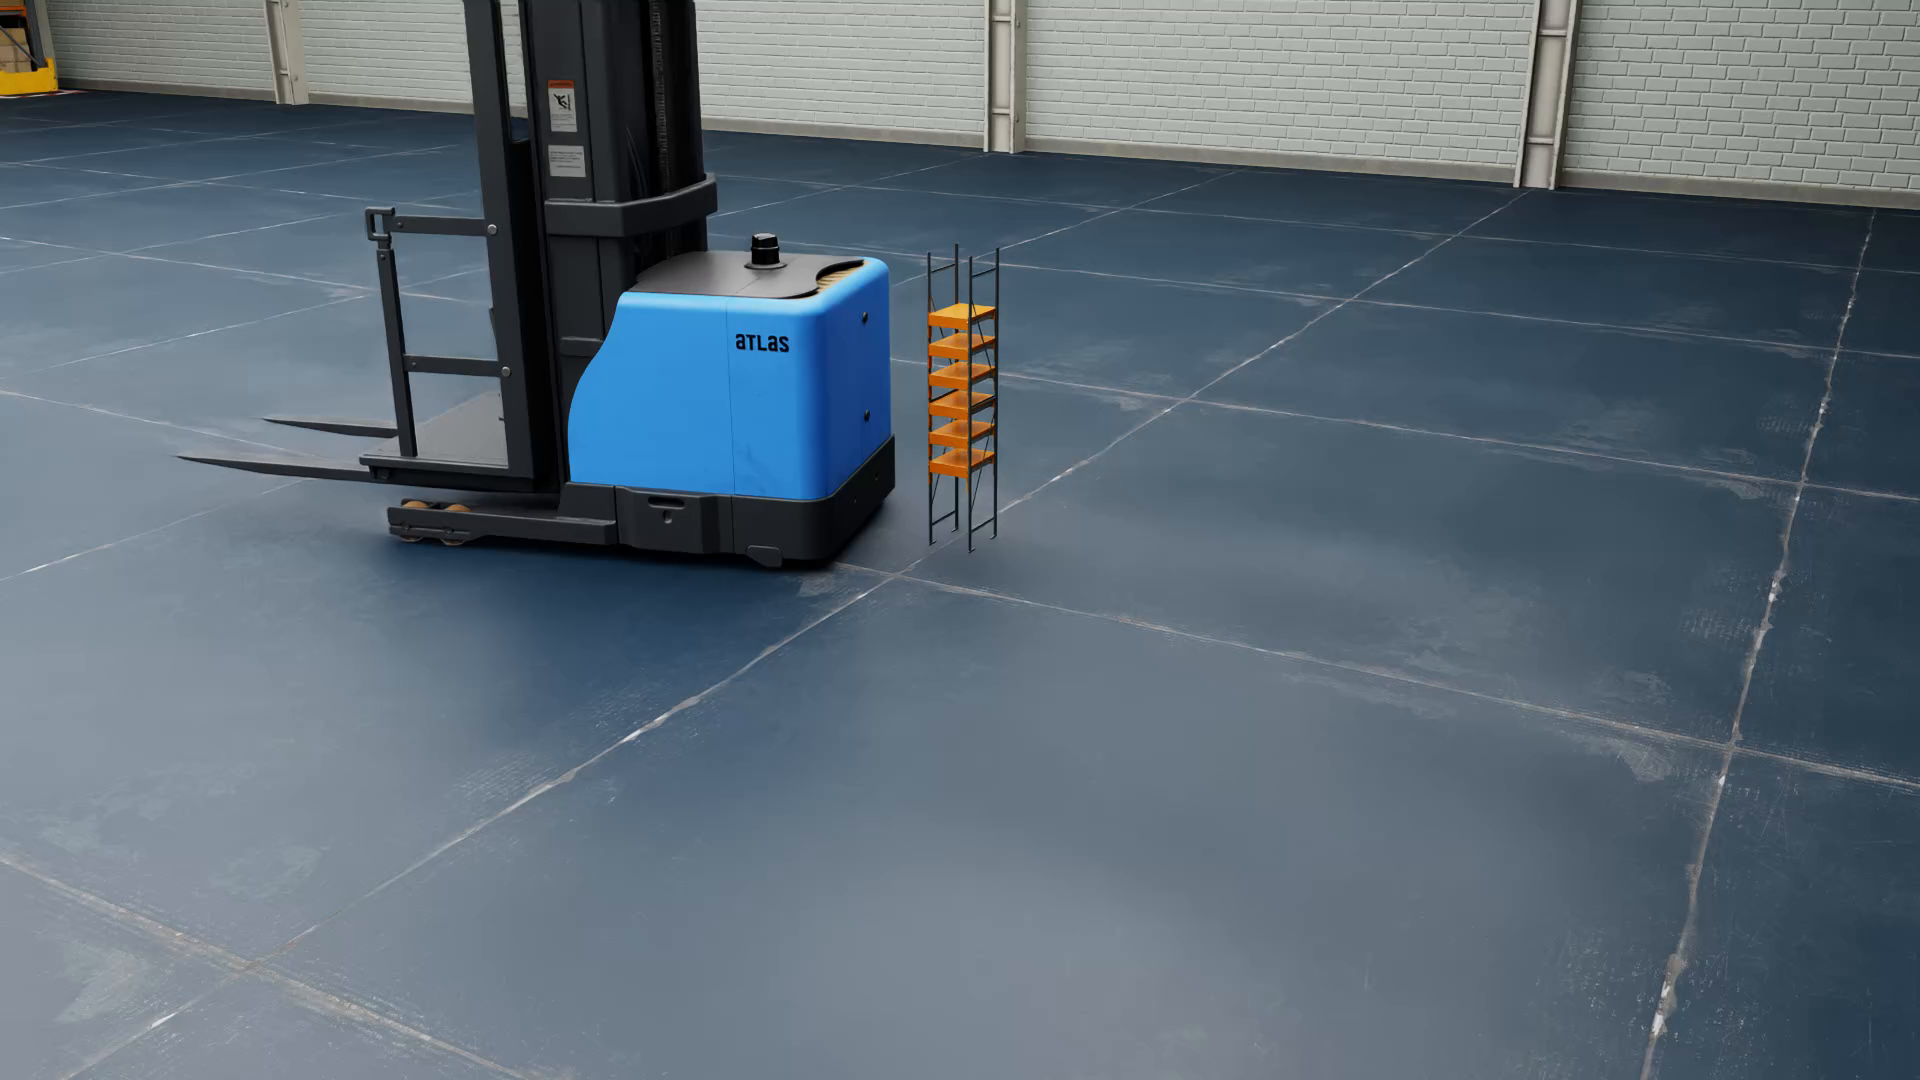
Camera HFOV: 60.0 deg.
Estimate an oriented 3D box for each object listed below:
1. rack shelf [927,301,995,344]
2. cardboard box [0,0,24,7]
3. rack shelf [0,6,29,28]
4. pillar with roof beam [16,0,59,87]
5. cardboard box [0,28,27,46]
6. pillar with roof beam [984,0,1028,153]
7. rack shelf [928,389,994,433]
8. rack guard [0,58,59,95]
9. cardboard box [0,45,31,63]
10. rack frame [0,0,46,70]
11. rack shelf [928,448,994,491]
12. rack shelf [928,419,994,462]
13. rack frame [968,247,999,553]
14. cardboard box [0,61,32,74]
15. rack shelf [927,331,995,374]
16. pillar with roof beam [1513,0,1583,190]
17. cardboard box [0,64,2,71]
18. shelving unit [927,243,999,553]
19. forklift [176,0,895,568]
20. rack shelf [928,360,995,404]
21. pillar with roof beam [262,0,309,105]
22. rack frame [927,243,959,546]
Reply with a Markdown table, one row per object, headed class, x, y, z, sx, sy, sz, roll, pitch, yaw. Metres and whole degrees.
| class | x | y | z | sx | sy | sz | roll | pitch | yaw |
| --- | --- | --- | --- | --- | --- | --- | --- | --- | --- |
| rack shelf | 0.013 | -0.858 | 6.546 | 0.180 | 0.103 | 0.258 | 11 | 23 | 27 |
| cardboard box | -15.324 | -8.759 | 26.467 | 0.500 | 0.500 | 0.500 | 12 | 23 | 29 |
| rack shelf | -16.773 | -8.541 | 27.068 | 4.000 | 0.370 | 1.077 | 11 | 23 | 27 |
| pillar with roof beam | -17.295 | -10.470 | 22.532 | 0.400 | 9.000 | 9.100 | 11 | 23 | 27 |
| cardboard box | -15.354 | -8.058 | 26.631 | 0.500 | 0.250 | 0.500 | 10 | 22 | 26 |
| pillar with roof beam | -1.580 | -7.476 | 14.279 | 0.400 | 9.000 | 9.100 | 11 | 23 | 27 |
| rack shelf | 0.013 | -0.520 | 6.669 | 0.180 | 0.103 | 0.258 | 11 | 23 | 27 |
| rack guard | -15.006 | -7.368 | 26.444 | 0.348 | 0.500 | 1.175 | 11 | 23 | 27 |
| cardboard box | -15.336 | -7.827 | 26.727 | 0.500 | 0.250 | 0.500 | 11 | 23 | 28 |
| rack frame | -15.027 | -8.547 | 26.029 | 0.127 | 3.000 | 1.000 | 11 | 23 | 27 |
| rack shelf | 0.013 | -0.294 | 6.751 | 0.180 | 0.103 | 0.258 | 11 | 23 | 27 |
| rack shelf | 0.013 | -0.407 | 6.710 | 0.180 | 0.103 | 0.258 | 11 | 23 | 27 |
| rack frame | 0.093 | -0.546 | 6.612 | 0.006 | 1.200 | 0.240 | 11 | 23 | 27 |
| cardboard box | -15.360 | -7.592 | 26.812 | 0.500 | 0.250 | 0.500 | 11 | 23 | 28 |
| rack shelf | 0.013 | -0.745 | 6.587 | 0.180 | 0.103 | 0.258 | 11 | 23 | 27 |
| pillar with roof beam | 3.658 | -6.479 | 11.529 | 0.400 | 9.000 | 9.100 | 11 | 23 | 27 |
| cardboard box | -15.591 | -7.436 | 26.382 | 0.500 | 0.250 | 0.500 | 11 | 23 | 28 |
| shelving unit | 0.013 | -0.562 | 6.654 | 0.189 | 1.200 | 0.258 | 11 | 23 | 27 |
| forklift | -1.859 | -1.521 | 6.761 | 3.031 | 2.935 | 1.130 | 5 | 20 | 13 |
| rack shelf | 0.013 | -0.633 | 6.628 | 0.180 | 0.103 | 0.258 | 11 | 23 | 27 |
| pillar with roof beam | -12.057 | -9.472 | 19.781 | 0.400 | 9.000 | 9.100 | 11 | 23 | 27 |
| rack frame | -0.067 | -0.577 | 6.696 | 0.006 | 1.200 | 0.240 | 11 | 23 | 27 |
